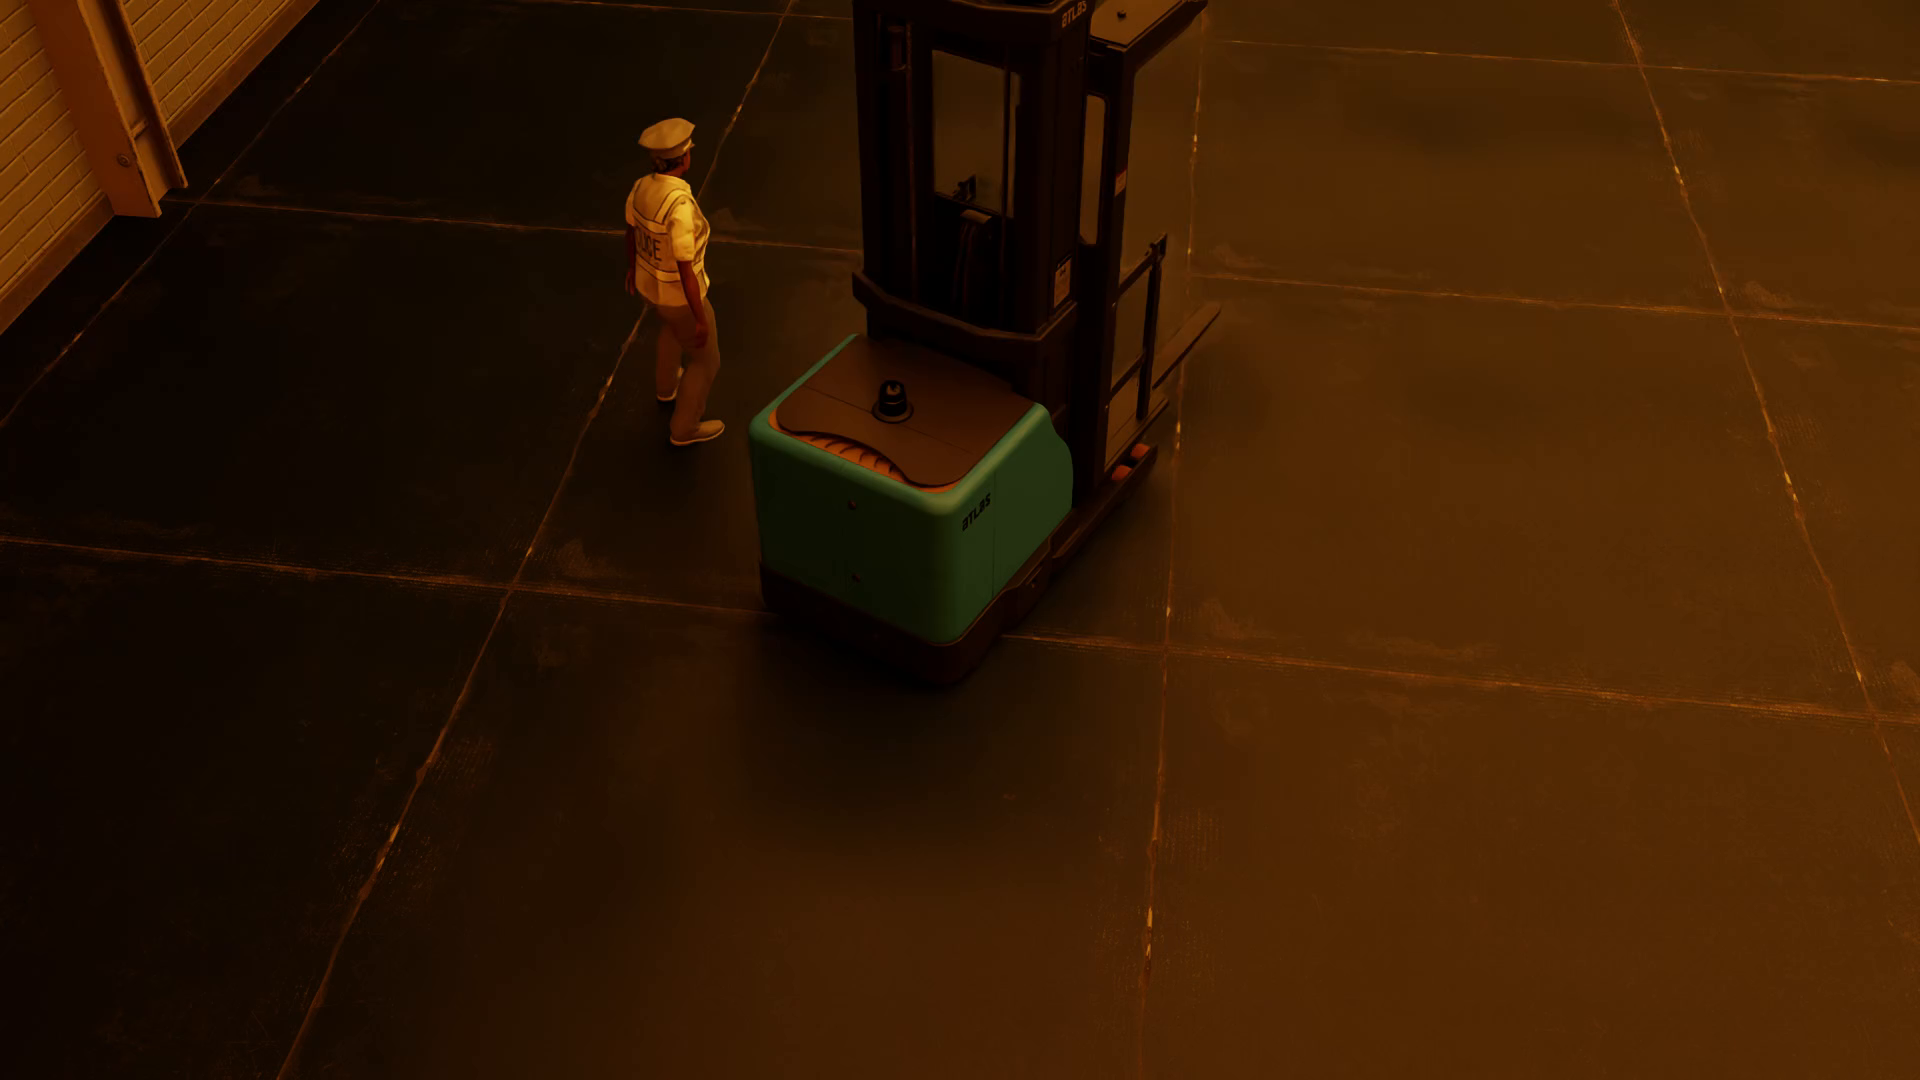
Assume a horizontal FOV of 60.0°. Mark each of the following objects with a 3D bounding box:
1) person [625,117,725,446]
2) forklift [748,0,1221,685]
[{"bbox_3d":[-1.380,-1.226,8.035,0.411,1.631,0.791,-29,50,-28],"label":"person"},{"bbox_3d":[0.317,-1.436,7.287,1.130,2.935,3.031,23,47,23],"label":"forklift"}]
